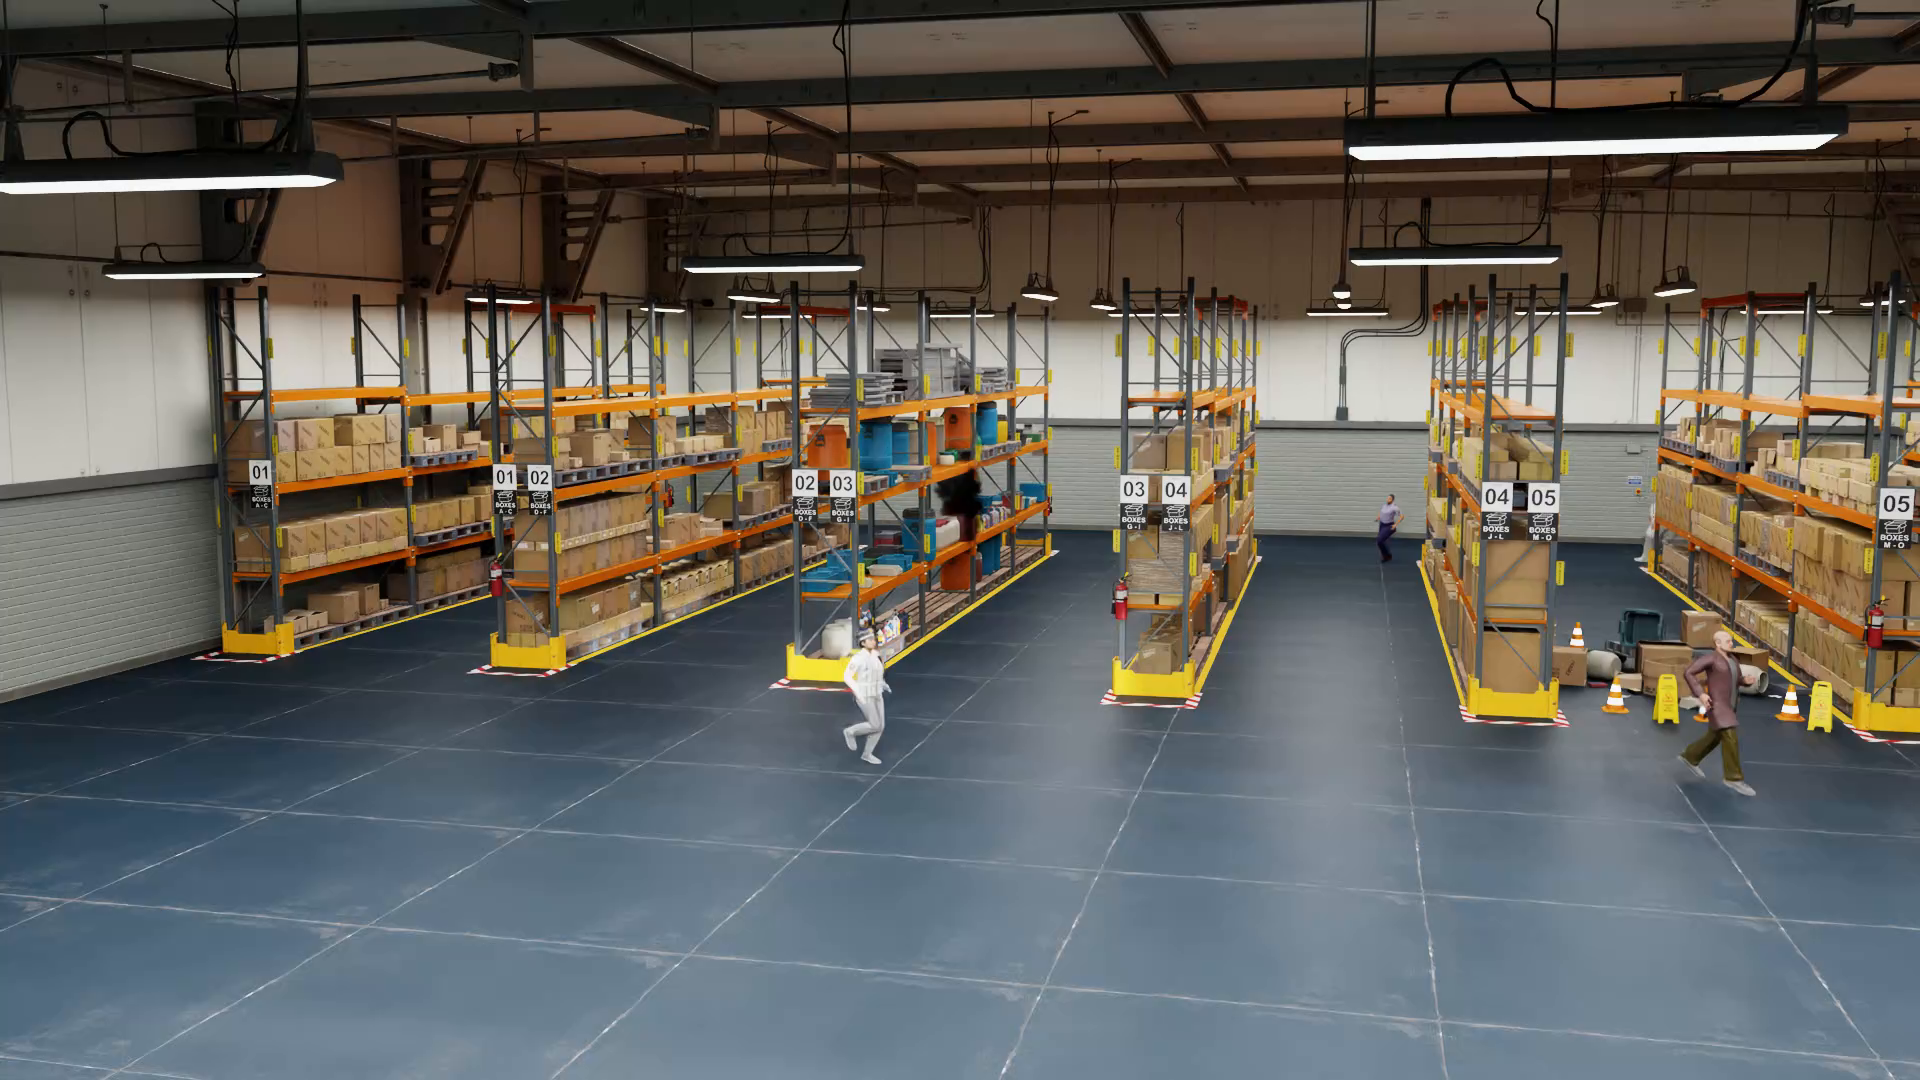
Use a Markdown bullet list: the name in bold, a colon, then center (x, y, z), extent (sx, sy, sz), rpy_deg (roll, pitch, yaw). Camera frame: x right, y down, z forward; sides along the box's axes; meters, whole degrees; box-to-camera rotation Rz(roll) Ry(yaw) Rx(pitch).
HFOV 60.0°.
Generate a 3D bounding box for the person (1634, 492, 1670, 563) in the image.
- **person**: center (16.180, -0.311, 38.551), extent (0.976, 1.746, 0.776), rpy_deg (3, 7, 26)

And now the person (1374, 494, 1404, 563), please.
- **person**: center (10.011, -0.265, 38.988), extent (0.594, 1.630, 0.677), rpy_deg (-3, 7, -23)

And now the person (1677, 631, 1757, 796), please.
- **person**: center (8.667, 1.972, 18.929), extent (0.690, 1.709, 0.965), rpy_deg (-5, 8, -38)

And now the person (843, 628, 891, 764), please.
- **person**: center (-1.122, 1.881, 20.177), extent (0.554, 1.660, 0.616), rpy_deg (5, 8, 35)
